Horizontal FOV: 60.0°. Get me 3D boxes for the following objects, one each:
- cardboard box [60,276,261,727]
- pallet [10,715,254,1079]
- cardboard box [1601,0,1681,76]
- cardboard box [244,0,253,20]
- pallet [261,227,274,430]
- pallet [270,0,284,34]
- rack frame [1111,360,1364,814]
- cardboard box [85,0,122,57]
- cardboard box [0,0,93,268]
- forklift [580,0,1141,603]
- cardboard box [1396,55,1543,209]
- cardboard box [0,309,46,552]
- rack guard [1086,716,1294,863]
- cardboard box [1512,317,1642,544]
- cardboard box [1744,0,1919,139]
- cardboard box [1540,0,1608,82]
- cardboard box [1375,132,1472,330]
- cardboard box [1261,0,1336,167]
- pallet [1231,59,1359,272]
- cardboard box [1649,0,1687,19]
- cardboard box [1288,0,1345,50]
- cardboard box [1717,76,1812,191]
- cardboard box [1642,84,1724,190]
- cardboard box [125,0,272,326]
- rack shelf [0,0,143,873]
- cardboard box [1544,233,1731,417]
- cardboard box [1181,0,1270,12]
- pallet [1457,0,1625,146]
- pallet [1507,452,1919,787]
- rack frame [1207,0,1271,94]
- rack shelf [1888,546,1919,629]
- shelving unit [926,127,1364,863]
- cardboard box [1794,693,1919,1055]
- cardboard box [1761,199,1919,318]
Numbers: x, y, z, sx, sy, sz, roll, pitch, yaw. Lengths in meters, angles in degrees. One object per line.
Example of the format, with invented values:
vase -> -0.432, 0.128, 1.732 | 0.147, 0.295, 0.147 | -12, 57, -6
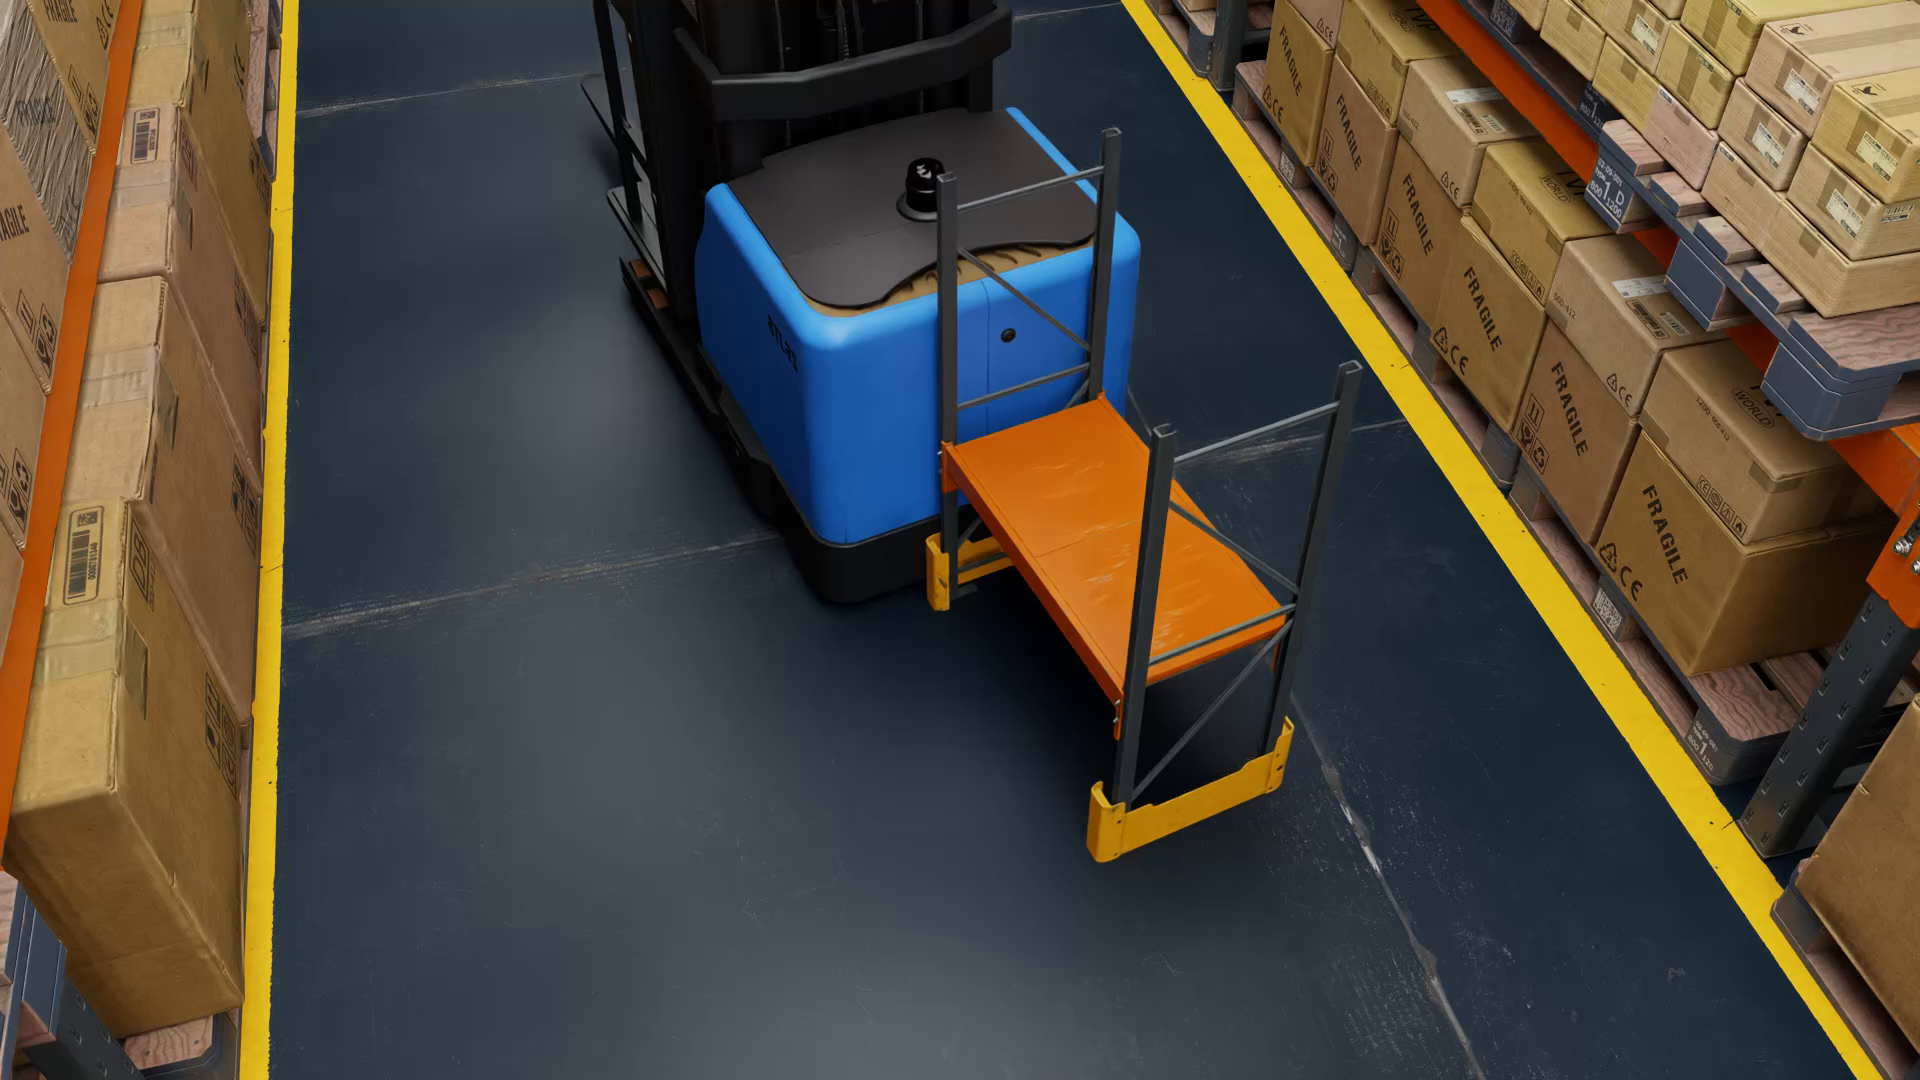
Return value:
cardboard box -> -2.602, 0.005, 4.338 | 1.225, 0.875, 0.875 | -11, 47, -10
pallet -> -2.354, 0.924, 4.197 | 1.003, 0.211, 1.213 | -11, 47, -10
cardboard box -> 1.826, -1.290, 4.088 | 0.380, 0.149, 0.250 | -11, 47, -10
cardboard box -> -3.571, -2.751, 7.039 | 0.875, 0.875, 0.875 | -11, 47, -10
pallet -> -2.979, -0.761, 5.848 | 1.003, 0.211, 1.213 | -11, 47, -10
pallet -> -3.684, -2.663, 7.712 | 1.003, 0.211, 1.213 | -11, 47, -10
rack frame -> 0.620, 0.231, 3.974 | 0.500, 1.500, 0.032 | -19, 49, -18
cardboard box -> -2.745, -1.675, 4.721 | 0.500, 0.500, 0.500 | -9, 46, -9
cardboard box -> -2.481, -0.969, 4.029 | 0.500, 0.500, 0.500 | -11, 47, -10
forklift -> -0.582, -1.897, 5.057 | 1.130, 2.935, 3.031 | -19, 49, -18
cardboard box -> 1.770, -1.349, 5.403 | 0.500, 0.250, 0.500 | -9, 46, -9
cardboard box -> -2.221, -0.270, 3.344 | 0.500, 0.500, 0.500 | -12, 47, -11
rack guard -> 0.612, 0.656, 4.432 | 0.587, 0.250, 0.087 | -19, 49, -18
cardboard box -> 2.045, -0.369, 4.968 | 0.500, 0.500, 0.500 | -9, 46, -9
cardboard box -> 1.965, -1.027, 3.621 | 0.380, 0.149, 0.250 | -11, 47, -11
cardboard box -> 1.766, -1.354, 4.359 | 0.380, 0.149, 0.250 | -13, 47, -12
cardboard box -> 1.789, -1.082, 5.666 | 0.500, 0.500, 0.500 | -10, 46, -10
cardboard box -> 1.504, -1.806, 6.376 | 0.500, 0.500, 0.500 | -9, 46, -9
pallet -> 1.772, -1.580, 6.650 | 1.003, 0.211, 1.213 | -11, 47, -10
cardboard box -> 1.826, -1.391, 3.979 | 0.380, 0.149, 0.250 | -9, 46, -9
cardboard box -> 1.505, -2.069, 6.108 | 0.500, 0.250, 0.500 | -13, 47, -12
cardboard box -> 1.959, -0.936, 3.741 | 0.380, 0.149, 0.250 | -9, 46, -9
cardboard box -> 1.897, -0.996, 4.008 | 0.380, 0.149, 0.250 | -10, 46, -10
cardboard box -> -3.066, -1.221, 5.540 | 1.225, 0.875, 0.875 | -11, 47, -10
rack shelf -> -2.737, -0.623, 4.264 | 1.077, 0.370, 4.000 | -11, 47, -10
cardboard box -> 2.027, -0.637, 4.705 | 0.500, 0.250, 0.500 | -10, 46, -10
cardboard box -> 1.142, -2.450, 7.253 | 0.380, 0.149, 0.250 | -10, 46, -10
pallet -> 2.049, -1.623, 4.875 | 1.003, 0.211, 1.213 | -11, 47, -10
pallet -> 2.397, 0.105, 4.999 | 1.003, 0.211, 1.213 | -11, 47, -10
rack frame -> 1.572, -3.093, 6.181 | 1.000, 3.000, 0.127 | -11, 47, -10
rack shelf -> 3.108, 1.301, 2.378 | 1.077, 0.370, 4.000 | -11, 47, -10
shelving unit -> 0.393, -0.101, 4.299 | 0.587, 1.500, 1.083 | -19, 49, -18
cardboard box -> 2.665, 0.746, 3.700 | 1.050, 0.750, 0.750 | -11, 47, -11
cardboard box -> 2.025, -0.647, 3.666 | 0.380, 0.149, 0.250 | -10, 46, -10
